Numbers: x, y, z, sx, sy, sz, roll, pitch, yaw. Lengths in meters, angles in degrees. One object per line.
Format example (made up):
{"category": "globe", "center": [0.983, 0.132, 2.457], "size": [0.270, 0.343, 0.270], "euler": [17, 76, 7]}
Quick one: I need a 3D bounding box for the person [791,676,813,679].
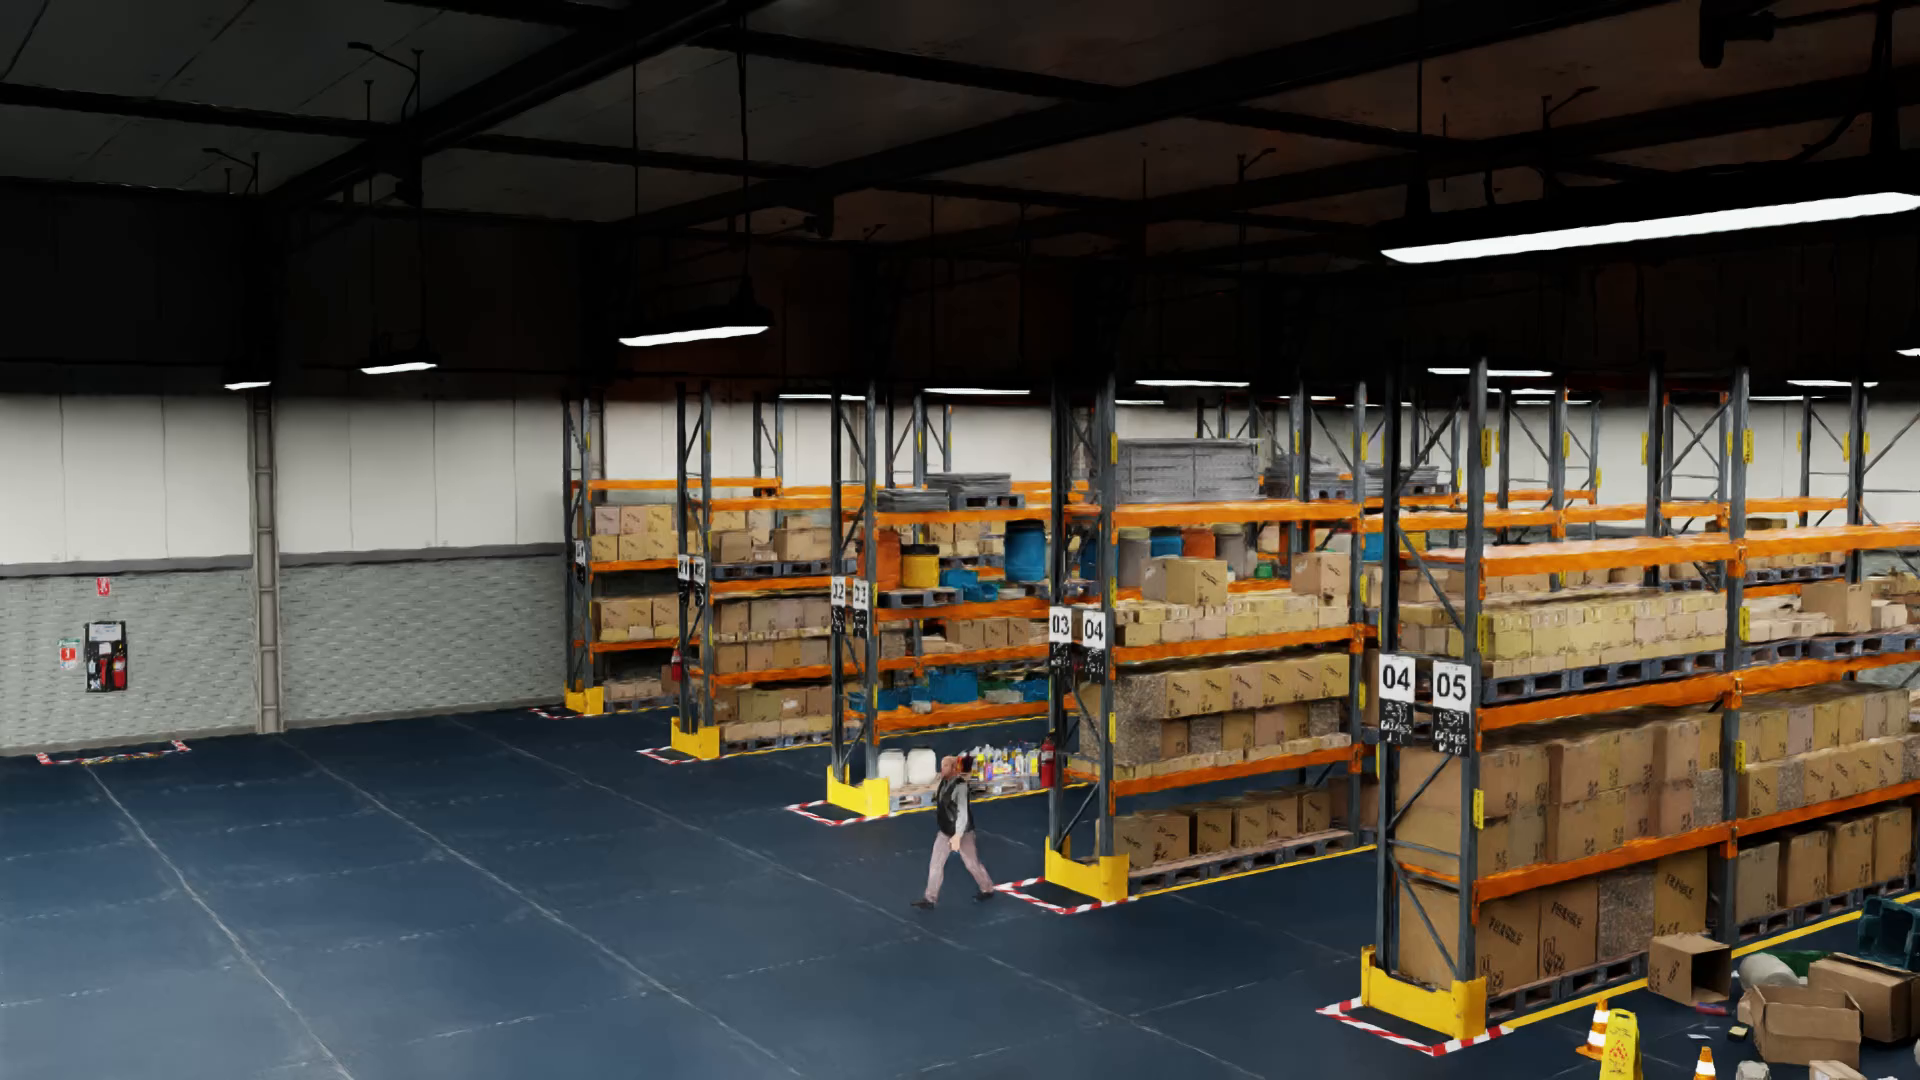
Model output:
{"category": "person", "center": [-2.879, 2.306, 30.420], "size": [0.676, 1.775, 0.637], "euler": [0, 4, -7]}

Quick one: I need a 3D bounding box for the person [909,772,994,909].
{"category": "person", "center": [-0.056, 3.262, 18.085], "size": [1.030, 1.486, 0.553], "euler": [-3, 5, -36]}
